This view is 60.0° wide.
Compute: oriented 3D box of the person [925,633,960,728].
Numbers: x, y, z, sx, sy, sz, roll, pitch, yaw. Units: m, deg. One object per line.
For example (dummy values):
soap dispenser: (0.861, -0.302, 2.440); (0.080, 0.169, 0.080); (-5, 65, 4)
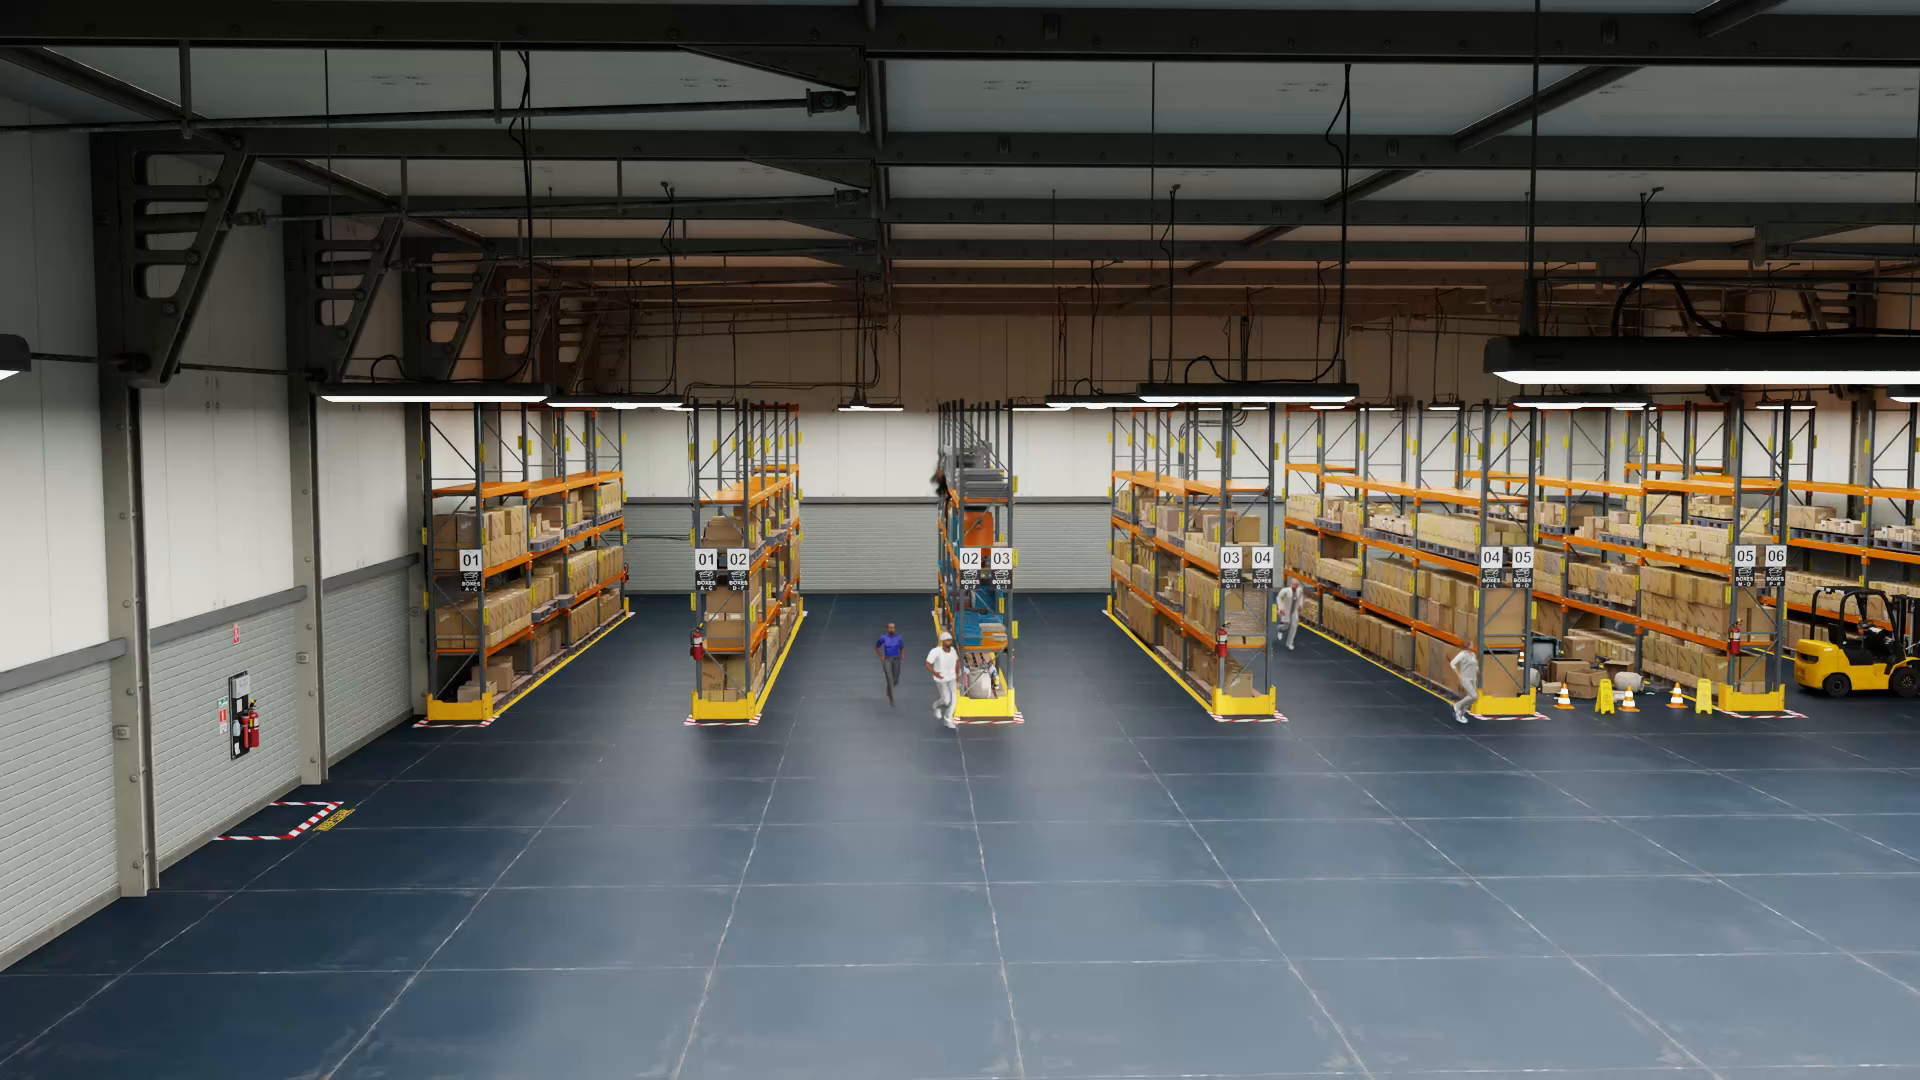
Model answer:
person: (-0.287, 2.555, 30.483); (0.737, 1.735, 0.610); (-3, 5, -32)

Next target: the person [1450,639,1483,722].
person: (9.425, 2.607, 30.779); (0.529, 1.561, 0.539); (-3, 6, -38)

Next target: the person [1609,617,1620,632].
person: (17.224, 1.587, 43.601); (0.599, 1.652, 0.544); (-1, 4, -7)

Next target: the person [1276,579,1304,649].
person: (8.052, 1.787, 40.851); (0.718, 1.726, 0.918); (-1, 5, -19)

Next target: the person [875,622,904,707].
person: (-1.369, 2.436, 32.759); (0.578, 1.648, 0.759); (-1, 5, -18)
